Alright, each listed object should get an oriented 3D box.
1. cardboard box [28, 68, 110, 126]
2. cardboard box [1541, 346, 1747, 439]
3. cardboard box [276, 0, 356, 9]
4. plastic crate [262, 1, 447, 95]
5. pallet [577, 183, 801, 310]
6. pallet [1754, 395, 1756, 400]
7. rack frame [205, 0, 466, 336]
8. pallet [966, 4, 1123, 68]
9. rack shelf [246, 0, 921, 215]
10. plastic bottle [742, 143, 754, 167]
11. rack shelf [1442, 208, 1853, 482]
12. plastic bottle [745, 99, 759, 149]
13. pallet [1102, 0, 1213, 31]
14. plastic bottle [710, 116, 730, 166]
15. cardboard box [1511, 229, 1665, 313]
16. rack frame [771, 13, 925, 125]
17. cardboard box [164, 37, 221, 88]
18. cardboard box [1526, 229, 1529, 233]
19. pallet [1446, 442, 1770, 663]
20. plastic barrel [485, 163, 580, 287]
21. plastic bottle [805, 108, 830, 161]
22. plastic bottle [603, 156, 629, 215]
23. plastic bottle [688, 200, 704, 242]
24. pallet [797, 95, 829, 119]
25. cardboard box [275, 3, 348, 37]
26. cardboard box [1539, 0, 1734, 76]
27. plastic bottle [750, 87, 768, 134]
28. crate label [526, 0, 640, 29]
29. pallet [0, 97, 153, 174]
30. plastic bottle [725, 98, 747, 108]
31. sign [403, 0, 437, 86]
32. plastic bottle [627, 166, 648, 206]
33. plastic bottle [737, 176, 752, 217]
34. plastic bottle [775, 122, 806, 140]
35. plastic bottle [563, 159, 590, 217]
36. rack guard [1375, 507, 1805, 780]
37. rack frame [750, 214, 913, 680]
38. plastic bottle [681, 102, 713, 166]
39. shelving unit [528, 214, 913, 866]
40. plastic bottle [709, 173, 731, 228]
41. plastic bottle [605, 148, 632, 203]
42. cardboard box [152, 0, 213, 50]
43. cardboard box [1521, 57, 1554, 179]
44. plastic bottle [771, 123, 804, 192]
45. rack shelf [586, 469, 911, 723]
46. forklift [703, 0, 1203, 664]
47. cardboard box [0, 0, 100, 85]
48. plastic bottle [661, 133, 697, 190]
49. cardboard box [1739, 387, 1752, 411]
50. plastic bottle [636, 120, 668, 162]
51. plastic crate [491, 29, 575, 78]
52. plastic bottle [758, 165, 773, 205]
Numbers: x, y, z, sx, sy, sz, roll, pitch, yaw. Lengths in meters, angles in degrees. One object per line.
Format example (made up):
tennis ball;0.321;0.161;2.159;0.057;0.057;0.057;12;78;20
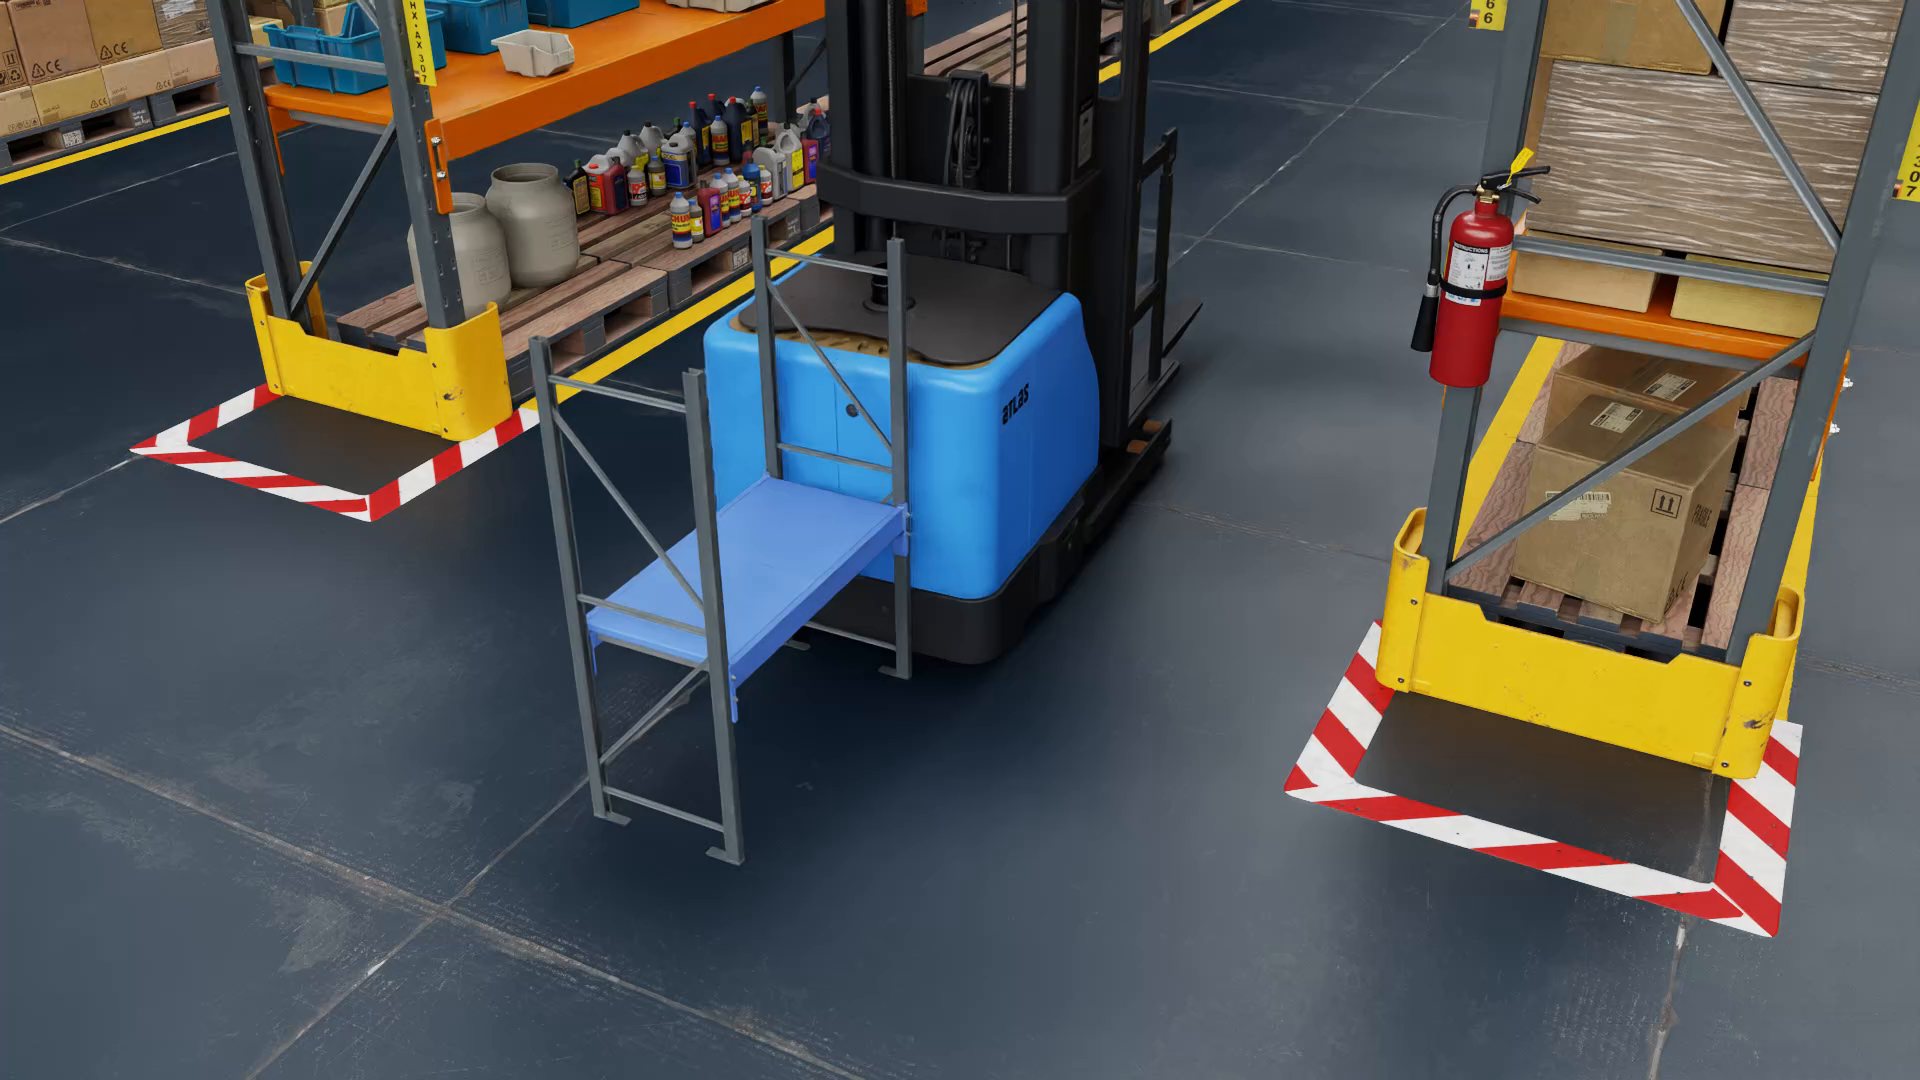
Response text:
cardboard box;-5.784;-2.835;10.514;0.500;0.250;0.500;14;33;23
cardboard box;2.447;-0.388;6.003;0.500;0.500;0.500;24;38;36
cardboard box;-4.679;-4.126;12.200;0.500;0.311;0.500;14;33;23
plastic crate;-2.542;-2.093;7.033;0.499;0.251;0.616;14;33;23
pallet;-1.579;-1.601;8.826;1.003;0.211;1.213;14;33;23
pallet;3.453;-1.003;7.784;1.003;0.211;1.213;14;33;23
rack frame;-2.503;-1.868;6.491;1.000;3.000;0.127;14;33;23
pallet;0.753;-3.871;12.778;1.003;0.211;1.213;14;33;23
rack shelf;-1.592;-2.443;8.214;1.077;0.370;4.000;14;33;23
plastic bottle;-1.125;-2.028;9.055;0.061;0.283;0.133;14;33;23
rack shelf;2.817;-1.319;6.257;1.077;0.370;4.000;14;33;23
plastic bottle;-1.245;-2.439;9.771;0.061;0.283;0.133;14;33;23
pallet;1.463;-4.564;13.986;1.003;0.211;1.213;14;33;23
plastic bottle;-1.377;-2.294;9.530;0.097;0.271;0.097;0;30;0
cardboard box;1.852;-0.809;4.898;0.380;0.149;0.250;14;33;23
rack frame;-0.681;-3.641;9.579;1.000;3.000;0.127;14;33;23
cardboard box;-5.342;-3.282;11.292;0.500;0.250;0.500;14;33;23
cardboard box;2.034;-1.042;5.305;0.380;0.149;0.250;14;33;23
pallet;2.342;0.079;5.901;1.003;0.211;1.213;14;33;23
plastic barrel;-2.043;-1.503;7.931;0.421;0.512;0.421;0;30;0
plastic bottle;-0.806;-2.247;9.370;0.144;0.351;0.185;13;32;21
plastic bottle;-1.823;-1.876;8.791;0.061;0.283;0.133;14;33;23
plastic bottle;-1.353;-1.624;8.435;0.097;0.201;0.097;0;30;0
pallet;-0.358;-2.789;10.895;1.003;0.211;1.213;14;33;23
cardboard box;-4.685;-3.879;12.332;0.500;0.250;0.500;13;33;22
cardboard box;1.936;-1.650;4.709;0.500;0.500;0.500;14;33;23
plastic bottle;-1.217;-2.607;10.076;0.097;0.271;0.097;0;30;0
crate label;-1.906;-2.761;8.010;0.502;0.435;0.616;14;33;23
pallet;-6.043;-2.672;10.690;1.003;0.211;1.213;14;33;23
plastic bottle;-1.340;-2.460;9.814;0.152;0.276;0.135;16;33;25
sign;-2.016;-1.861;6.201;0.100;0.325;0.005;14;33;23
plastic bottle;-1.735;-1.906;8.925;0.097;0.201;0.097;0;30;0
plastic bottle;-1.153;-1.819;8.773;0.097;0.201;0.097;0;30;0
plastic bottle;-0.949;-2.237;9.428;0.152;0.276;0.135;14;33;23
plastic bottle;-2.020;-1.850;8.746;0.061;0.283;0.133;15;33;24
rack guard;1.940;0.306;5.215;1.175;0.500;0.348;14;33;23
rack frame;-0.388;-0.252;5.183;0.500;1.500;0.032;14;33;22
plastic bottle;-1.504;-2.336;9.524;0.144;0.351;0.185;13;32;21
shelving unit;-0.612;-0.025;4.788;0.538;1.500;1.048;14;33;22
plastic bottle;-1.244;-1.761;8.602;0.097;0.271;0.097;0;30;0
plastic bottle;-1.855;-1.958;8.941;0.152;0.276;0.135;13;32;22
cardboard box;-5.344;-3.607;11.106;0.500;0.500;0.500;14;33;23
cardboard box;2.302;-1.403;5.282;0.875;0.500;0.500;14;33;23
plastic bottle;-0.953;-2.104;9.120;0.144;0.351;0.185;14;33;23
rack shelf;-0.612;0.131;4.877;0.538;0.185;1.000;14;33;22
forklift;0.219;-1.583;6.064;1.130;2.935;3.031;12;32;20
cardboard box;-5.783;-3.160;10.327;0.500;0.500;0.500;14;33;23
plastic bottle;-1.555;-2.093;9.175;0.152;0.276;0.135;14;33;23
cardboard box;3.043;-0.899;6.892;0.500;0.500;0.500;11;32;19
plastic bottle;-1.698;-2.148;9.196;0.144;0.351;0.185;14;33;23
plastic crate;-1.809;-2.077;7.120;0.298;0.136;0.250;14;33;23
plastic bottle;-1.060;-1.910;8.932;0.097;0.201;0.097;0;30;0
